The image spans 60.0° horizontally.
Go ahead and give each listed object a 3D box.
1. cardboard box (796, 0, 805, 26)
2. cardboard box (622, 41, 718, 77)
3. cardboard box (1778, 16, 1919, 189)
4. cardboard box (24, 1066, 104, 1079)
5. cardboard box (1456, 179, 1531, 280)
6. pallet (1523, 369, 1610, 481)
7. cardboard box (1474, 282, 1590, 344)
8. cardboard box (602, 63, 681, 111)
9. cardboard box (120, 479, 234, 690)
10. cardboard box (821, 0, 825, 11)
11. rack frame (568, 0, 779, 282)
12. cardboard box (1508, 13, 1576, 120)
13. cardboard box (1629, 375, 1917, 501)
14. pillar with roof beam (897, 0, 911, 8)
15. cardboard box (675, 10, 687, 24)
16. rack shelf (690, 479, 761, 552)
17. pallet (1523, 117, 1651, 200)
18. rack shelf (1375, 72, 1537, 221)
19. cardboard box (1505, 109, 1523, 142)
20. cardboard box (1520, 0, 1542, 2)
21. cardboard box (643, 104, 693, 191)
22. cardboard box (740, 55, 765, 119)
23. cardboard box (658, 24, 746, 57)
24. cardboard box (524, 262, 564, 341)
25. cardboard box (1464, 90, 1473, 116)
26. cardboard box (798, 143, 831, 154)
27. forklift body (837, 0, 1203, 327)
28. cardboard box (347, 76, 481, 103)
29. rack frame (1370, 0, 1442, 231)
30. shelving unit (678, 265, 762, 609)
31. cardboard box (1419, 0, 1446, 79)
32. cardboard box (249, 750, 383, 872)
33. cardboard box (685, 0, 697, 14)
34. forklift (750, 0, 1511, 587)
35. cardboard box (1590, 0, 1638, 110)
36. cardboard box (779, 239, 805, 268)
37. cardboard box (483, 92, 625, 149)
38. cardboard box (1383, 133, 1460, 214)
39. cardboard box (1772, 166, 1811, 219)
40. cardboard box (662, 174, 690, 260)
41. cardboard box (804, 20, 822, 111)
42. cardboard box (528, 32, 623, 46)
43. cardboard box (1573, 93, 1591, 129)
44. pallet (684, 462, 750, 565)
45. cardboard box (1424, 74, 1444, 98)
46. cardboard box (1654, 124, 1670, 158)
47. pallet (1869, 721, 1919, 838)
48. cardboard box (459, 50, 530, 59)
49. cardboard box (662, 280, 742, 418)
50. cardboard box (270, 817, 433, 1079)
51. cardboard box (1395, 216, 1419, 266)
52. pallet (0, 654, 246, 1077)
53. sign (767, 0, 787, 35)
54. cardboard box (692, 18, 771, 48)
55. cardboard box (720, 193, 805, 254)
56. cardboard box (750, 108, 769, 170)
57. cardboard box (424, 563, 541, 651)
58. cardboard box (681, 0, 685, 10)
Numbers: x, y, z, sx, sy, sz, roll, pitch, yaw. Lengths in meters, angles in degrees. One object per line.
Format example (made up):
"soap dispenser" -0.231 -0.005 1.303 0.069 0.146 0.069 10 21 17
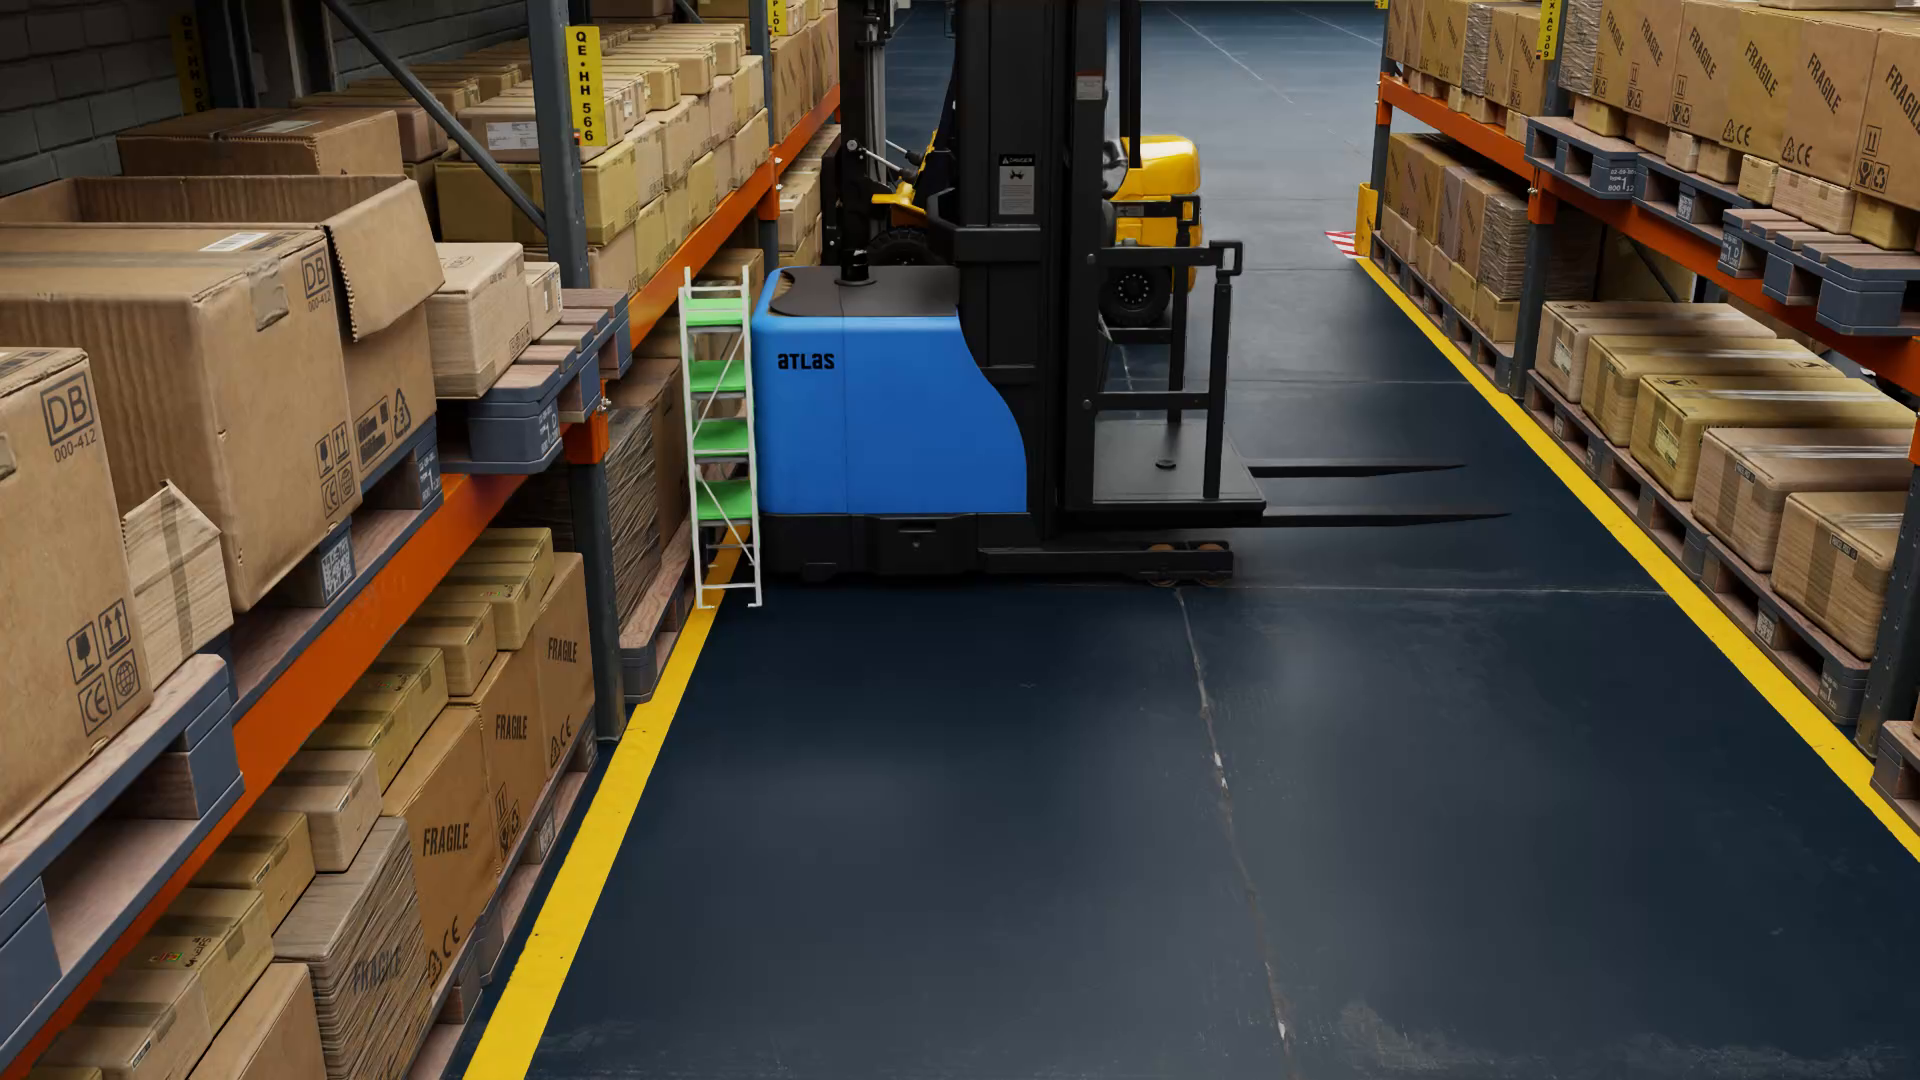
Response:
"cardboard box" -1.132 -3.141 9.942 0.380 0.149 0.250 0 21 0
"cardboard box" -1.257 -2.068 7.177 0.380 0.149 0.250 0 21 0
"cardboard box" 3.108 -1.453 5.497 0.500 0.500 0.500 0 21 1
"cardboard box" -1.516 0.923 2.483 0.380 0.149 0.250 0 21 1
"cardboard box" 3.253 -1.828 9.778 0.500 0.500 0.500 1 21 3
"pallet" 3.467 -0.582 8.238 1.003 0.211 1.213 1 21 2
"cardboard box" 3.239 -1.294 9.439 0.500 0.250 0.500 2 21 4
"cardboard box" -1.261 -1.699 6.225 0.380 0.149 0.250 1 21 3
"cardboard box" -1.290 0.044 2.373 0.396 0.266 0.258 2 21 4
"cardboard box" -1.128 -3.698 11.378 0.380 0.149 0.250 1 21 3
"rack frame" -1.472 -2.217 8.596 1.000 3.000 0.127 1 21 2
"cardboard box" 3.254 -2.512 8.808 0.500 0.500 0.500 0 21 0
"cardboard box" 3.438 -0.433 7.051 0.950 0.372 0.625 1 21 3
"pillar with roof beam" 2.943 -17.018 38.449 9.100 9.000 0.400 1 21 2
"cardboard box" -1.730 -2.872 9.248 0.380 0.149 0.250 1 21 3
"rack shelf" -0.892 -0.105 6.362 0.258 0.148 0.480 -2 18 -6
"pallet" 3.321 -1.800 7.786 1.003 0.211 1.213 1 21 2
"rack shelf" 3.550 -2.552 10.453 1.077 0.370 4.000 1 21 2
"cardboard box" 3.195 -2.257 9.045 0.380 0.149 0.250 1 21 3
"cardboard box" 3.724 -3.527 10.041 0.700 0.500 0.500 1 21 1
"cardboard box" -1.286 -1.462 6.166 0.500 0.250 0.500 0 21 0
"cardboard box" -1.232 -2.200 8.068 0.500 0.250 0.500 0 21 0
"cardboard box" -1.261 -2.440 8.136 0.380 0.149 0.250 1 21 3
"cardboard box" -1.230 -0.608 4.215 0.380 0.149 0.250 1 21 3
"cardboard box" 3.260 -2.626 9.997 0.380 0.149 0.250 0 21 1
"cardboard box" -1.068 -2.506 11.180 0.500 0.250 0.500 1 21 2
"forklift body" 0.415 -2.562 10.658 2.313 2.155 1.214 1 21 2
"cardboard box" -1.884 -1.518 5.760 0.380 0.149 0.250 0 21 1
"rack frame" 3.611 -3.610 12.186 1.000 3.000 0.127 1 21 2
"shelving unit" -0.894 -0.394 6.270 0.258 1.200 0.503 -2 18 -6
"cardboard box" 3.292 -3.256 10.723 0.500 0.500 0.500 0 21 1
"cardboard box" -1.424 0.557 3.425 0.380 0.149 0.250 0 21 -1
"cardboard box" -1.266 -2.913 8.942 0.380 0.149 0.250 1 21 2
"forklift" 0.698 -1.373 6.514 3.031 2.935 1.130 -1 21 -1
"cardboard box" 3.174 -2.197 7.415 0.500 0.500 0.500 1 21 2
"cardboard box" -1.149 -1.536 9.369 0.500 0.250 0.500 1 21 1
"cardboard box" -1.283 -1.328 5.271 0.380 0.149 0.250 1 21 3
"cardboard box" 3.310 -2.576 11.706 0.500 0.500 0.500 0 21 0
"cardboard box" 3.057 -1.198 5.735 0.380 0.149 0.250 0 21 -1
"cardboard box" -1.307 -1.227 6.251 0.500 0.250 0.500 0 21 0
"cardboard box" -1.148 -2.974 10.410 0.500 0.500 0.500 1 21 2
"cardboard box" -1.766 -2.255 7.658 0.380 0.149 0.250 1 21 1
"cardboard box" 3.157 -2.046 7.922 0.380 0.149 0.250 1 21 2
"pallet" -1.490 -0.208 7.273 1.003 0.211 1.213 1 21 2
"cardboard box" 3.283 -3.001 10.963 0.380 0.149 0.250 1 21 3
"cardboard box" 3.149 -1.671 6.955 0.380 0.149 0.250 1 21 2
"pallet" 3.268 0.867 4.503 1.003 0.211 1.213 1 21 2
"cardboard box" -1.790 -1.891 6.720 0.380 0.149 0.250 1 21 2
"cardboard box" -1.508 -0.836 7.740 0.875 0.625 0.625 0 21 1
"cardboard box" -1.428 0.912 3.406 0.500 0.500 0.500 0 21 0
"cardboard box" 3.287 -2.051 11.388 0.500 0.250 0.500 1 21 4
"pallet" -1.582 0.477 1.918 1.003 0.211 1.213 1 21 2
"sign" -0.930 -2.717 8.395 0.100 0.325 0.005 1 21 2
"cardboard box" -1.200 -2.678 8.750 0.380 0.149 0.250 0 21 1
"cardboard box" -1.144 -1.769 9.279 0.500 0.250 0.500 0 21 1
"cardboard box" -1.226 -1.962 8.146 0.500 0.250 0.500 1 21 3
"cardboard box" -1.333 0.177 4.405 0.380 0.149 0.250 0 21 -1
"cardboard box" -1.721 -3.010 9.193 0.380 0.149 0.250 0 21 1
